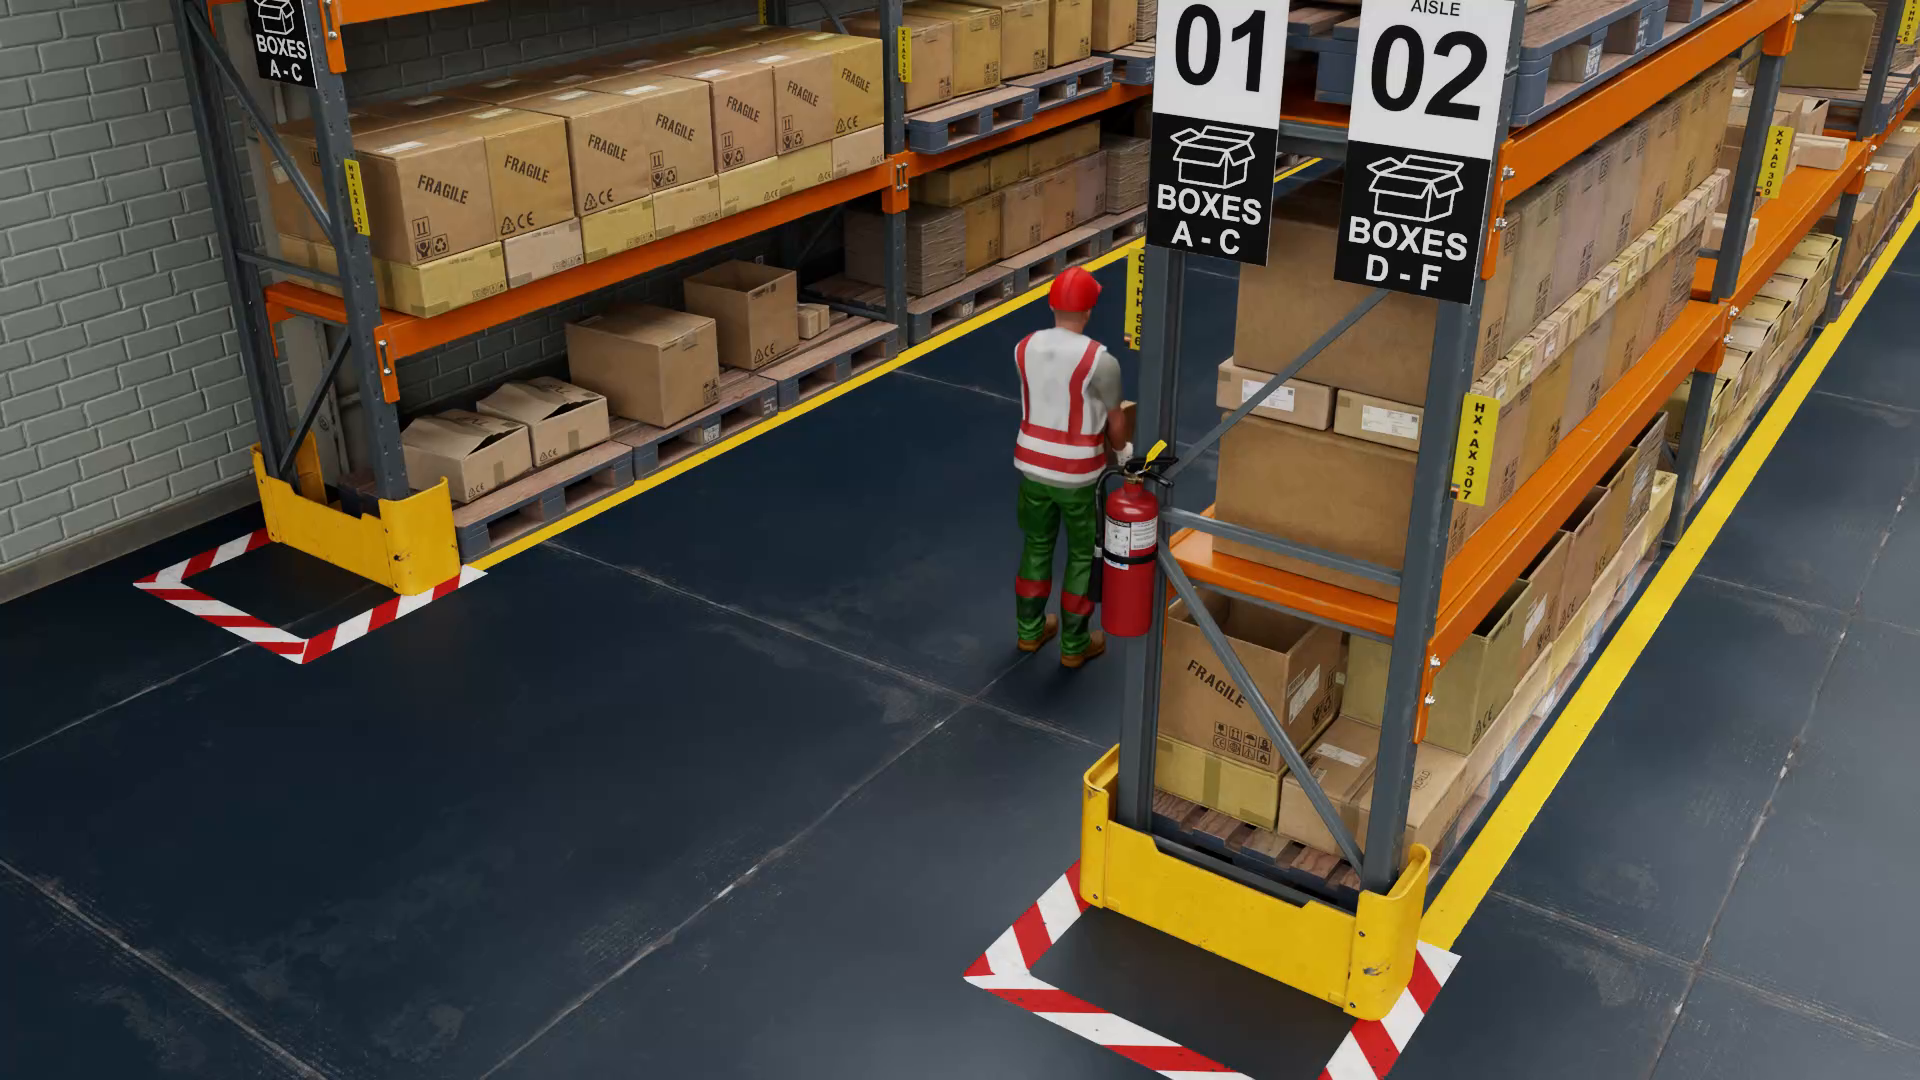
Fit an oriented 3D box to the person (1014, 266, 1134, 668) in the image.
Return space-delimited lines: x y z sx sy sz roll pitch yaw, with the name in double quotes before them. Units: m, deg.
"person" 0.500 -0.337 7.267 0.472 1.779 0.574 17 31 30
